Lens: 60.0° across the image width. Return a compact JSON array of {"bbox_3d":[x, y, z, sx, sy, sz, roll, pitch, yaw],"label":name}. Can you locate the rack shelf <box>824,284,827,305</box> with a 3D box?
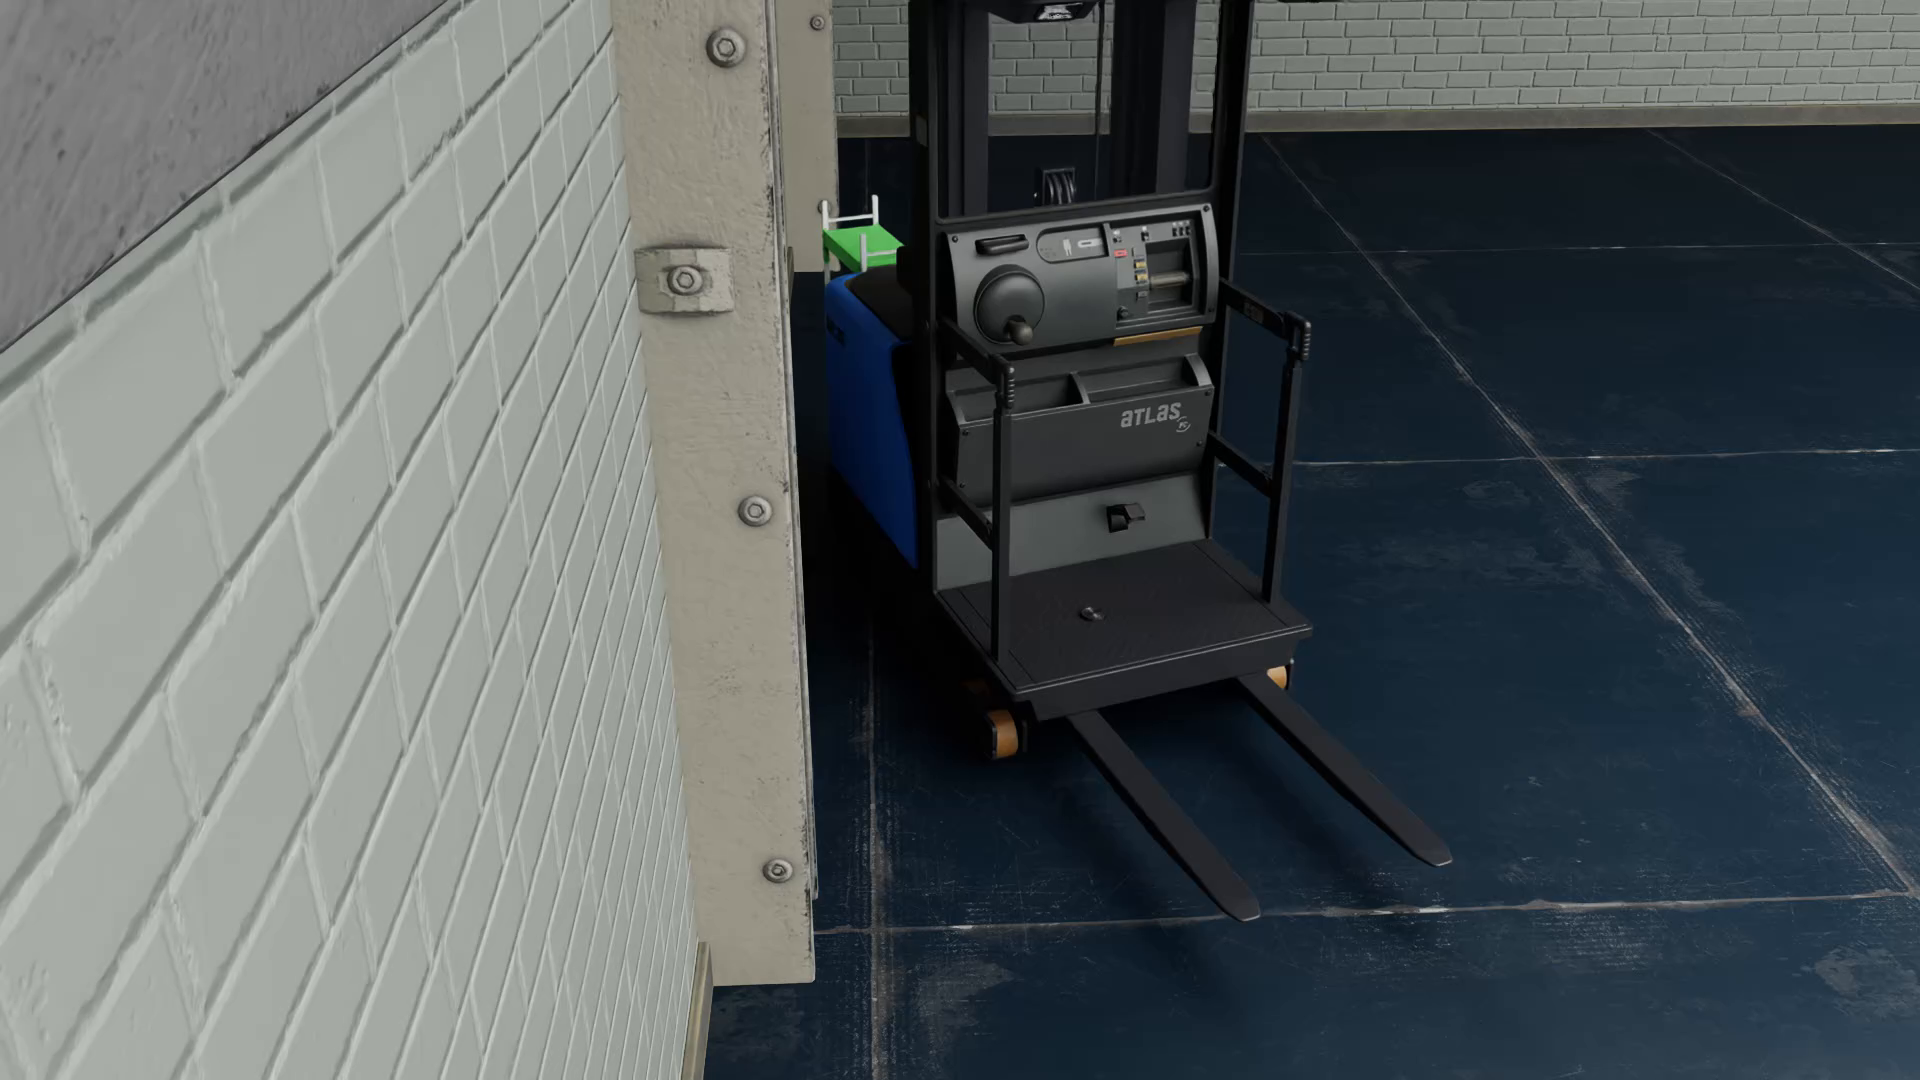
[{"bbox_3d":[-0.364,-0.928,6.851,0.258,0.148,0.480,-11,29,-19],"label":"rack shelf"}]

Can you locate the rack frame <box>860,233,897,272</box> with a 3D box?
[{"bbox_3d":[-0.273,-0.667,6.731,0.240,1.200,0.015,-11,29,-19],"label":"rack frame"}]

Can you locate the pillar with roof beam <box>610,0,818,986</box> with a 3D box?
[{"bbox_3d":[3.744,-2.993,2.758,9.100,9.000,0.400,-1,28,-3],"label":"pillar with roof beam"}]

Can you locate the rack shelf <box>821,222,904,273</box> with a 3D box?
[{"bbox_3d":[-0.364,-1.141,6.740,0.258,0.148,0.480,-11,29,-19],"label":"rack shelf"}]

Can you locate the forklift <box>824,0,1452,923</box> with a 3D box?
[{"bbox_3d":[0.483,-0.810,5.133,1.130,2.935,3.031,-11,29,-19],"label":"forklift"}]

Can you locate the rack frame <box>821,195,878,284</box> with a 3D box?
[{"bbox_3d":[-0.455,-0.876,7.133,0.240,1.200,0.015,-11,29,-19],"label":"rack frame"}]

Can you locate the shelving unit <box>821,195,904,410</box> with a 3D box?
[{"bbox_3d":[-0.364,-0.772,6.932,0.258,1.200,0.503,-11,29,-19],"label":"shelving unit"}]

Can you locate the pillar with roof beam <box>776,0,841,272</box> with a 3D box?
[{"bbox_3d":[3.430,-5.764,8.071,9.100,9.000,0.400,-1,28,-3],"label":"pillar with roof beam"}]
